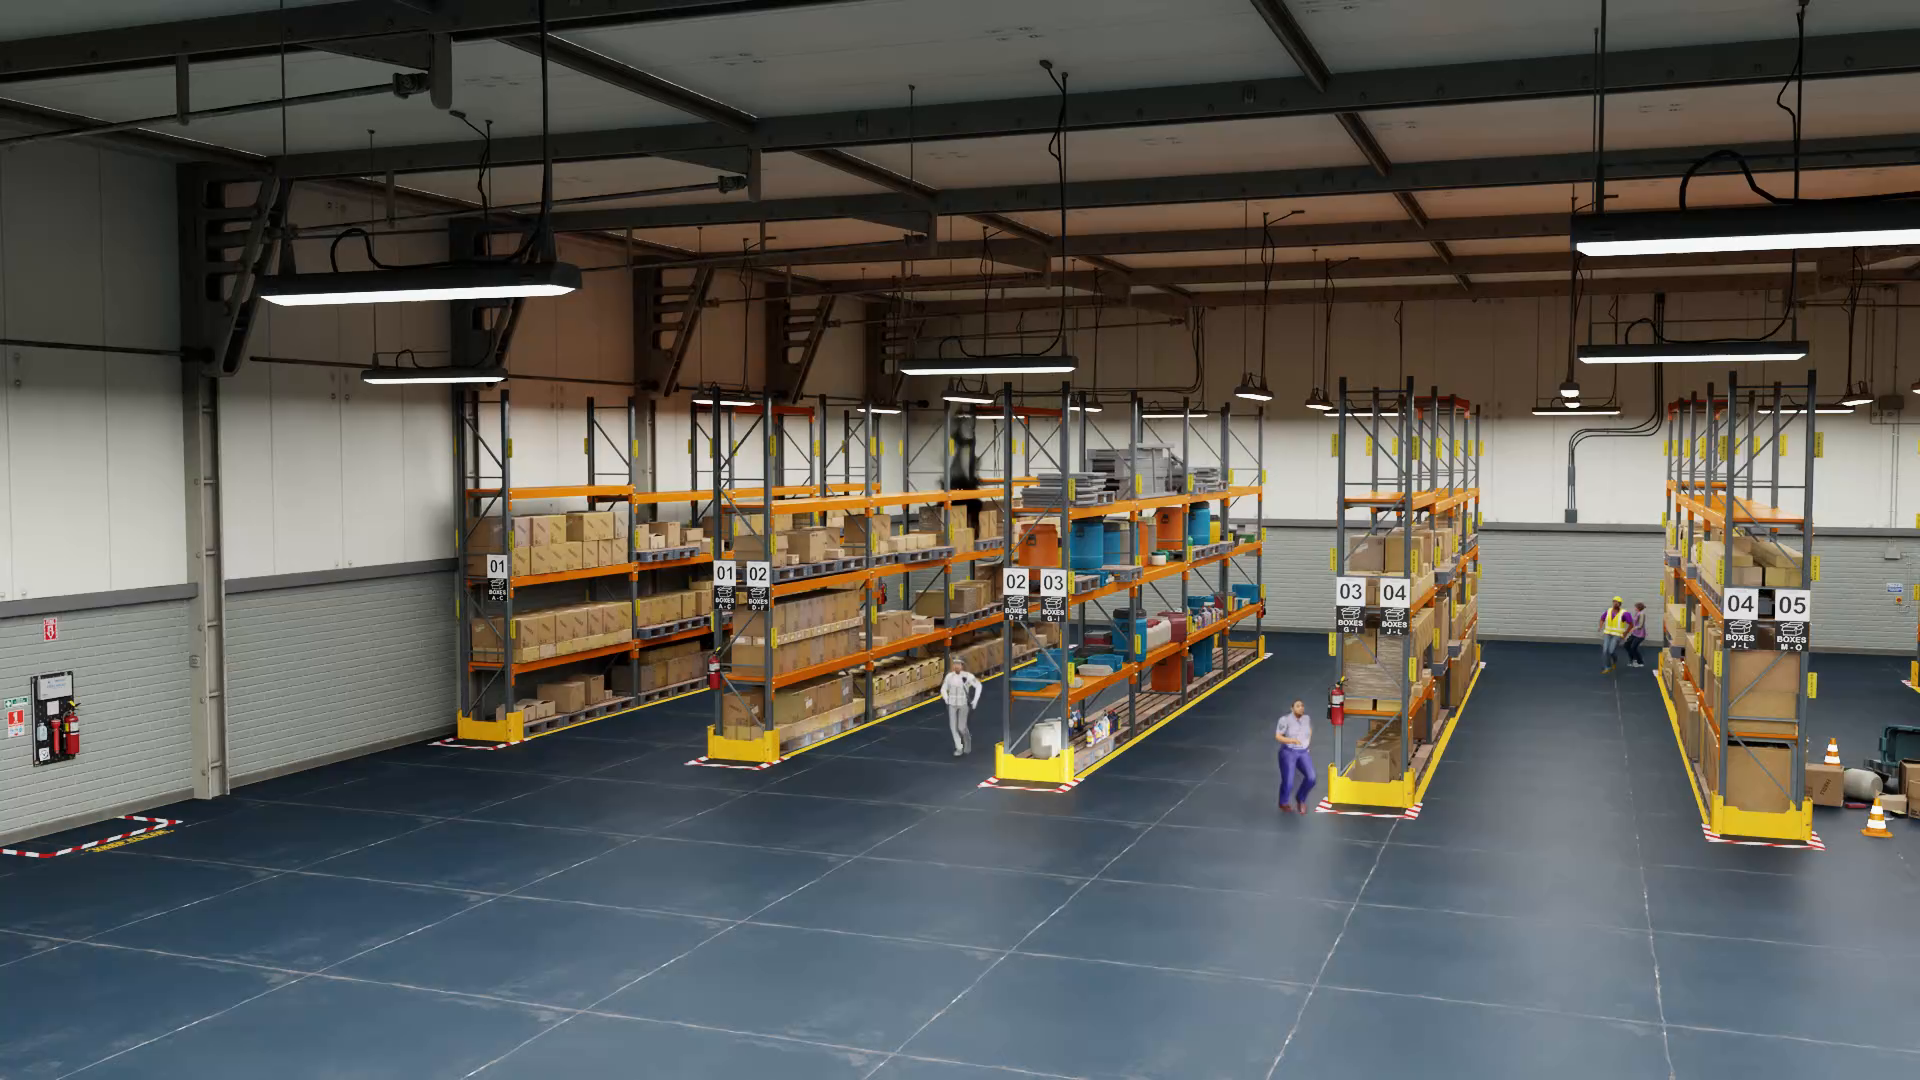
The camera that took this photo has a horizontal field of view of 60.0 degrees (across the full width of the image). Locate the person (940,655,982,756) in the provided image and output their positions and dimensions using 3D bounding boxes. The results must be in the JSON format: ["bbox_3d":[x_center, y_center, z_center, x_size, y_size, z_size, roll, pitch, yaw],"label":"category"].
[{"bbox_3d":[-0.014,2.680,26.887,0.658,1.646,0.553,1,3,16],"label":"person"}]

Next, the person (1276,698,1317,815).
[{"bbox_3d":[4.593,2.951,22.704,0.627,1.613,0.729,-1,3,-13],"label":"person"}]

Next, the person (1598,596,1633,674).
[{"bbox_3d":[14.490,2.116,36.885,0.513,1.731,0.734,-3,4,-42],"label":"person"}]

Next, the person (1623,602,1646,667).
[{"bbox_3d":[15.387,2.155,37.889,0.508,1.531,0.641,0,3,0],"label":"person"}]
